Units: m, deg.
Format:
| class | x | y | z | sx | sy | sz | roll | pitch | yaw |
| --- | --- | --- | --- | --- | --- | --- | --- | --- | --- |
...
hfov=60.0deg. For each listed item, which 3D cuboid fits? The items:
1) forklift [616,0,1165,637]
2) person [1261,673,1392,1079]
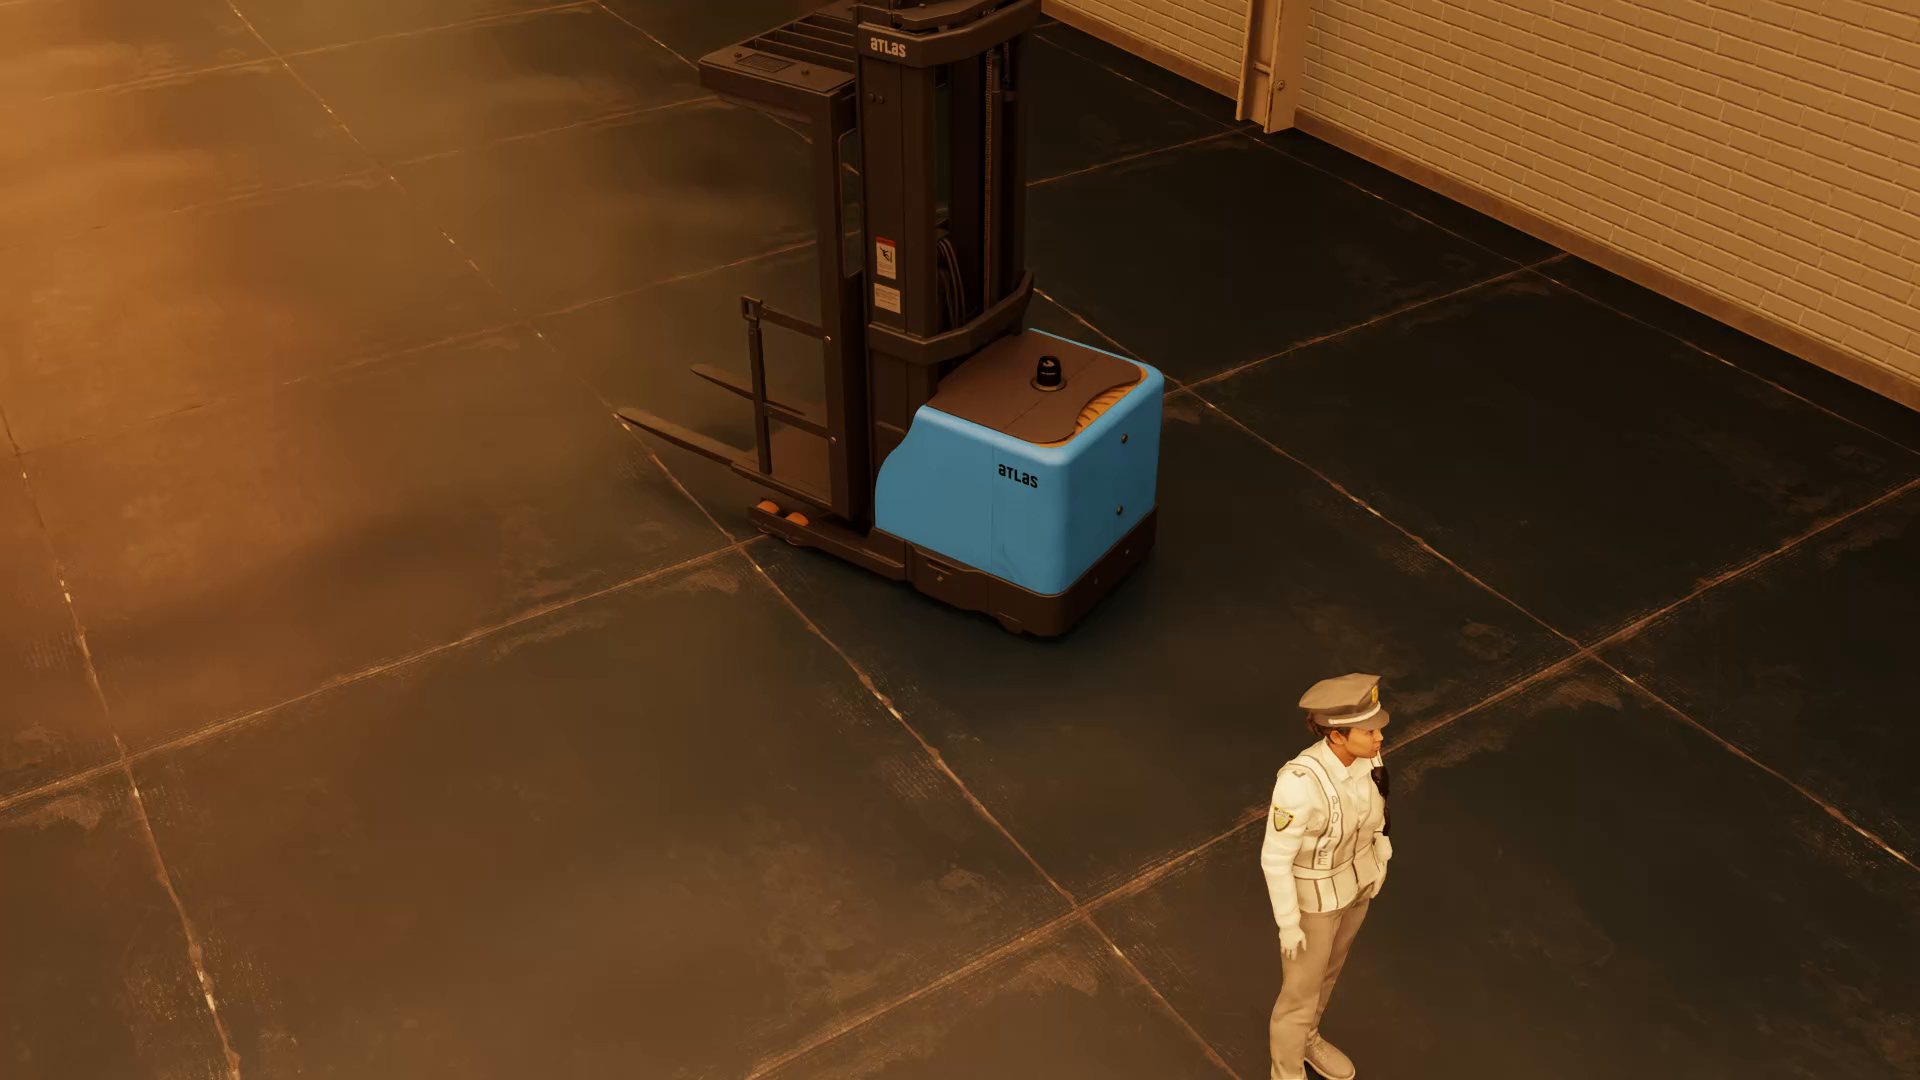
| class | x | y | z | sx | sy | sz | roll | pitch | yaw |
| --- | --- | --- | --- | --- | --- | --- | --- | --- | --- |
| forklift | -0.500 | -1.399 | 8.138 | 3.031 | 2.935 | 1.130 | 22 | 41 | 28 |
| person | 1.264 | 1.188 | 5.519 | 0.587 | 1.695 | 0.533 | -28 | 44 | -33 |
